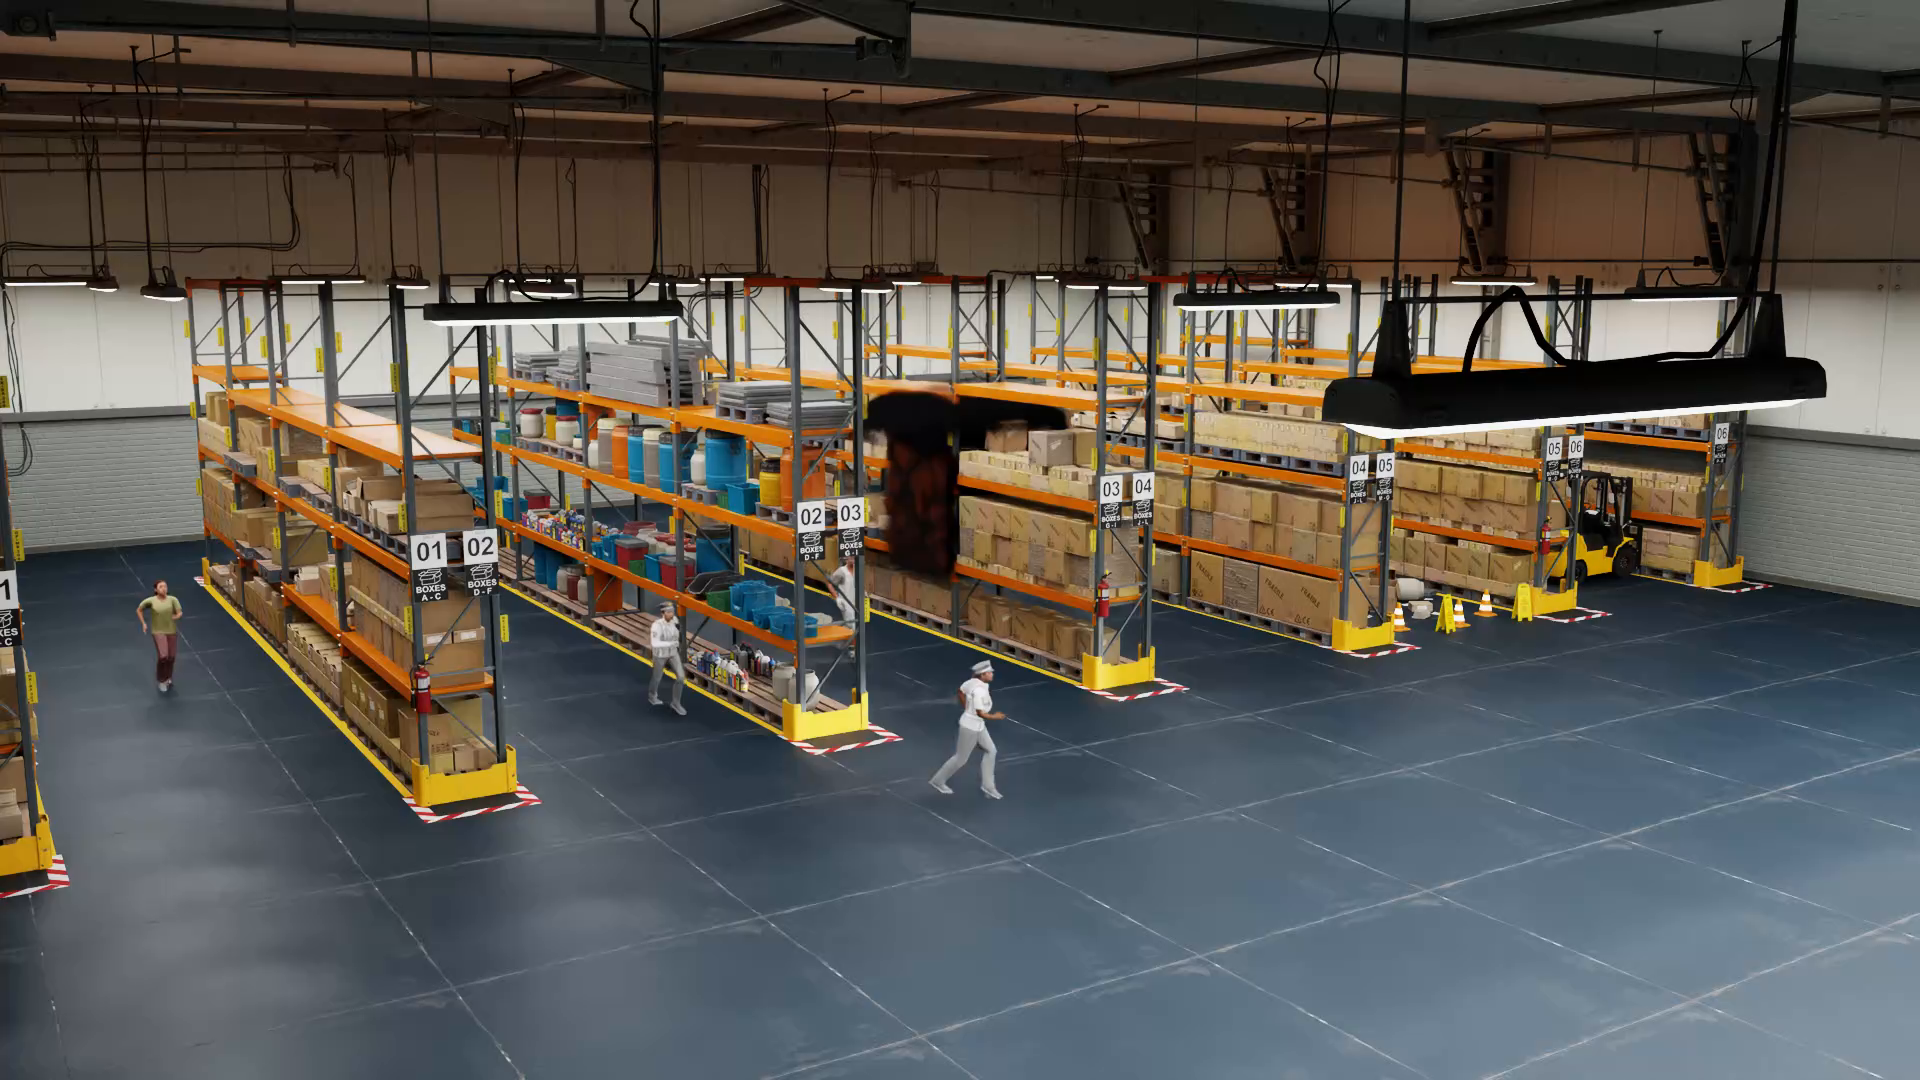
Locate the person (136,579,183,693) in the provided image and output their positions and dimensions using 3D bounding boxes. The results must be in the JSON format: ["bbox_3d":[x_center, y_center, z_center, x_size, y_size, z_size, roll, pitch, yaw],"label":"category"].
[{"bbox_3d":[-11.790,1.409,24.615,0.570,1.689,0.688,-8,13,-41],"label":"person"}]

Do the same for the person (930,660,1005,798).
[{"bbox_3d":[0.088,2.255,19.684,0.897,1.719,0.592,0,10,2],"label":"person"}]

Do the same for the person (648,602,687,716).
[{"bbox_3d":[-4.147,1.626,23.340,0.528,1.638,0.937,-6,11,-34],"label":"person"}]

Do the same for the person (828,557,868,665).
[{"bbox_3d":[-1.769,1.006,25.914,0.659,1.803,0.823,-9,13,-41],"label":"person"}]
